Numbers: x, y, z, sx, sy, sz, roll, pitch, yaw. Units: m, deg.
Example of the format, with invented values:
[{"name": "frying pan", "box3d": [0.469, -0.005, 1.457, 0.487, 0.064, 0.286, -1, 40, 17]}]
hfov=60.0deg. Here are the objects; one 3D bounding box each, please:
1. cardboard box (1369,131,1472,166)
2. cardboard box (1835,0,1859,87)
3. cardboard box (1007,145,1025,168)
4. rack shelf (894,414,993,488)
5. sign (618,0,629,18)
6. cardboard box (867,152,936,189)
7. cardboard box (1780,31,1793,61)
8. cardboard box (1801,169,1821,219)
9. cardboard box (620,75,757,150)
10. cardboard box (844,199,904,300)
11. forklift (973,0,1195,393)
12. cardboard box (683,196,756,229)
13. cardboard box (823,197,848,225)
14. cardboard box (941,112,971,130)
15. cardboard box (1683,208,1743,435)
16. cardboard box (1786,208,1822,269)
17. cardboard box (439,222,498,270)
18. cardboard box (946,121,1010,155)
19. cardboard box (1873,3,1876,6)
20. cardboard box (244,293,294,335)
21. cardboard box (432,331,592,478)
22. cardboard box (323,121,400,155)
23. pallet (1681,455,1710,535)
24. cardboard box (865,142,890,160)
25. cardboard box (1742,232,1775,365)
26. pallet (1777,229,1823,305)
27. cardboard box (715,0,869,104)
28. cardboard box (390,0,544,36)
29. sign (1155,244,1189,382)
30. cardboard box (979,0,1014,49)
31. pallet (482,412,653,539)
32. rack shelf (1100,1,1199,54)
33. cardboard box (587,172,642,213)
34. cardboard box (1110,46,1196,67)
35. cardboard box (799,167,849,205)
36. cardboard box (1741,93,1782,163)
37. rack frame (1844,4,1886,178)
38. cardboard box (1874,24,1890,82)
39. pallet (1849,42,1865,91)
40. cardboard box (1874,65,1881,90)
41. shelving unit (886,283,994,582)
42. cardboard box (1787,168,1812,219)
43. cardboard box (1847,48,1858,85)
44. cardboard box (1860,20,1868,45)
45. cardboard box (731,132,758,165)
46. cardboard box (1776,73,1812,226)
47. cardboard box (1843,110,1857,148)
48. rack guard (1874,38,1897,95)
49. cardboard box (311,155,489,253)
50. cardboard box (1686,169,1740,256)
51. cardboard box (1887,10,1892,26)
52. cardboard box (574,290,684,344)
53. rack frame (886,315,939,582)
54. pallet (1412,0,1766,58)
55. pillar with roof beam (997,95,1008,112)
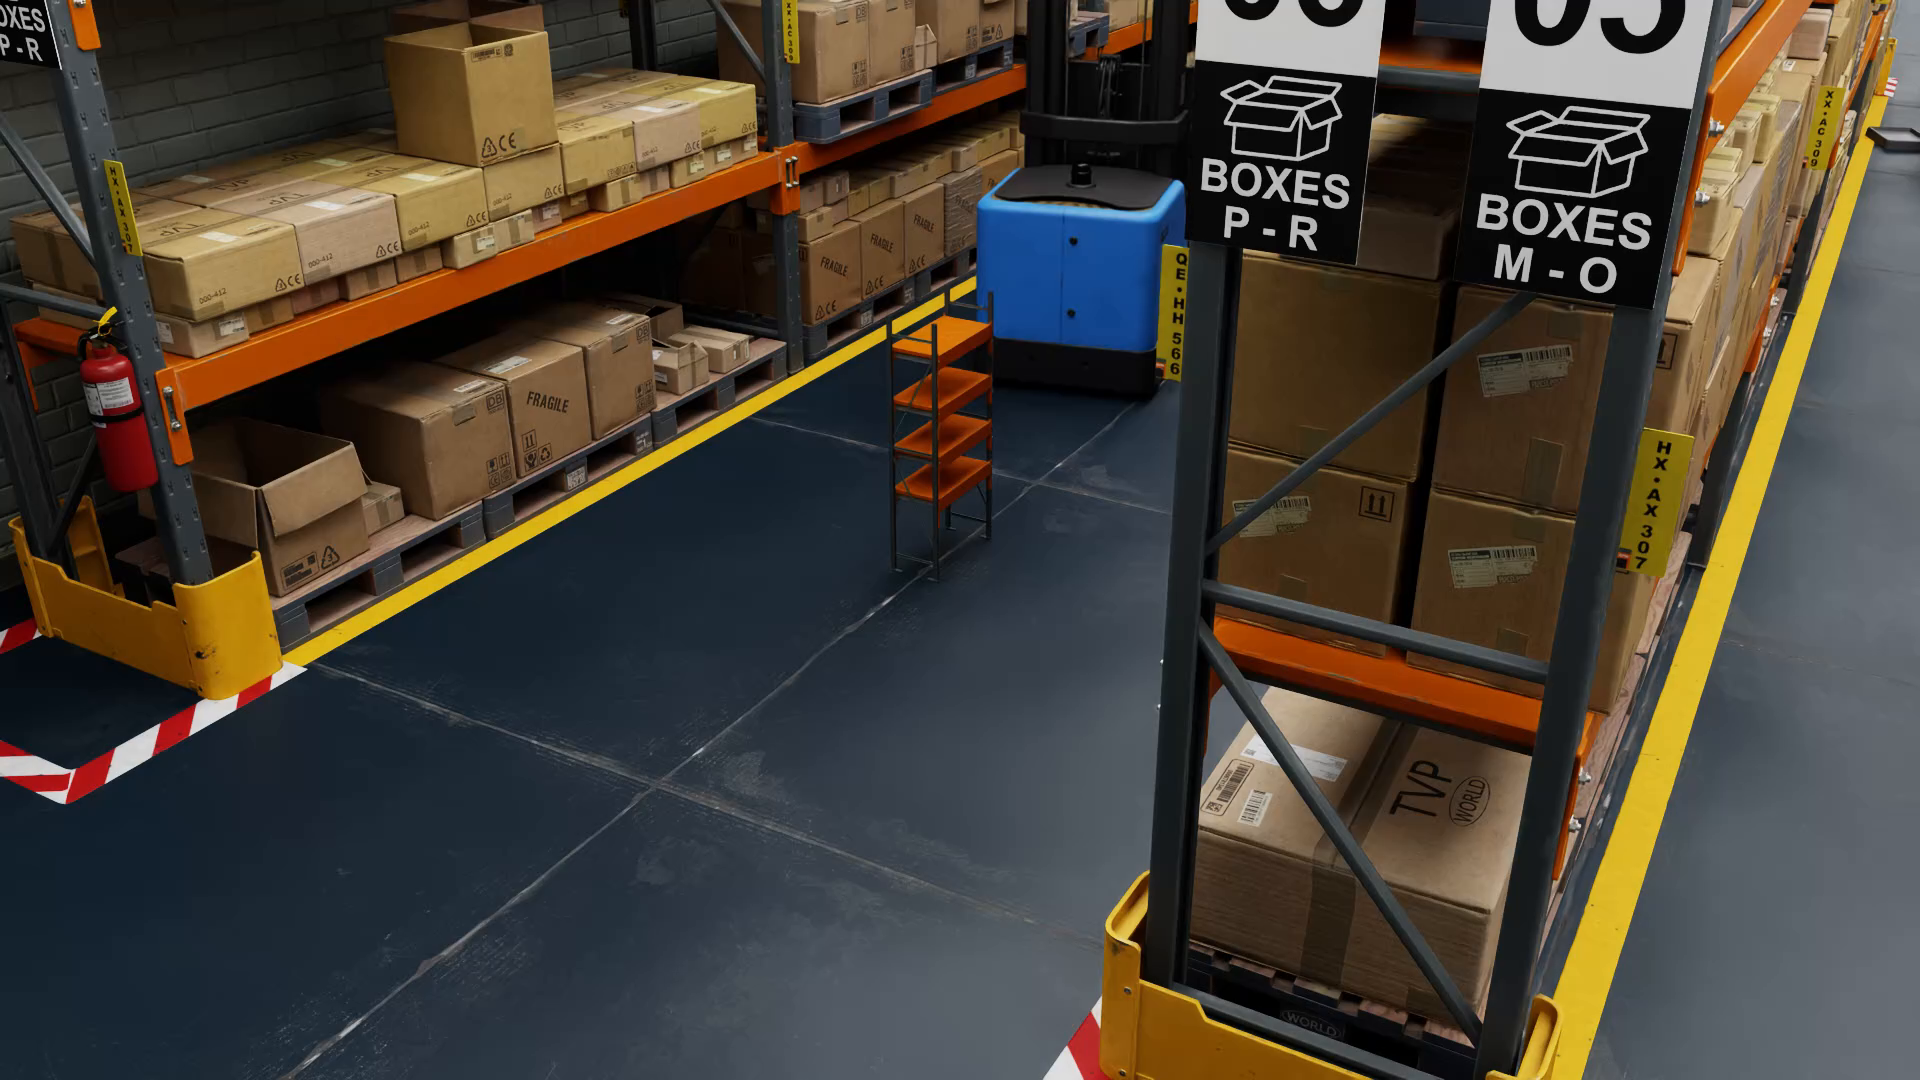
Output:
[{"name": "cardboard box", "box3d": [1.138, -0.967, 4.378, 0.380, 0.149, 0.250, 14, 30, 26]}, {"name": "cardboard box", "box3d": [4.136, -2.539, 8.243, 0.500, 0.500, 0.500, 14, 30, 25]}, {"name": "cardboard box", "box3d": [0.314, -2.653, 12.021, 0.500, 0.500, 0.500, 14, 30, 25]}, {"name": "rack shelf", "box3d": [-0.081, -0.412, 7.383, 0.258, 0.148, 0.480, 14, 30, 26]}, {"name": "sign", "box3d": [-1.862, -3.067, 9.233, 0.100, 0.325, 0.005, 14, 30, 26]}, {"name": "cardboard box", "box3d": [-0.382, -2.392, 10.777, 0.380, 0.149, 0.250, 15, 30, 28]}, {"name": "cardboard box", "box3d": [2.847, -1.850, 6.141, 0.380, 0.149, 0.250, 15, 30, 27]}, {"name": "cardboard box", "box3d": [3.911, -1.781, 8.125, 0.500, 0.250, 0.500, 14, 30, 26]}, {"name": "cardboard box", "box3d": [-1.416, -2.242, 8.714, 0.500, 0.250, 0.500, 15, 30, 27]}, {"name": "cardboard box", "box3d": [-0.690, -1.847, 10.412, 0.500, 0.500, 0.500, 14, 30, 25]}, {"name": "forklift", "box3d": [0.997, -2.764, 9.998, 1.130, 2.935, 3.031, 8, 28, 15]}, {"name": "cardboard box", "box3d": [-1.448, -1.995, 9.984, 0.380, 0.149, 0.250, 13, 29, 24]}, {"name": "cardboard box", "box3d": [-0.900, -1.995, 9.983, 0.380, 0.149, 0.250, 13, 30, 25]}, {"name": "cardboard box", "box3d": [-0.144, -3.001, 11.992, 0.380, 0.149, 0.250, 15, 30, 27]}, {"name": "cardboard box", "box3d": [1.710, -0.597, 4.363, 0.500, 0.500, 0.500, 13, 30, 25]}, {"name": "cardboard box", "box3d": [5.200, -2.127, 11.114, 0.950, 0.372, 0.625, 12, 29, 23]}, {"name": "cardboard box", "box3d": [-2.268, -1.316, 7.309, 0.380, 0.149, 0.250, 13, 30, 25]}, {"name": "cardboard box", "box3d": [0.123, -2.800, 11.592, 0.380, 0.149, 0.250, 15, 30, 28]}, {"name": "cardboard box", "box3d": [6.095, -3.992, 11.461, 0.500, 0.500, 0.500, 13, 29, 24]}, {"name": "cardboard box", "box3d": [-2.860, -0.934, 6.546, 0.380, 0.149, 0.250, 15, 30, 27]}, {"name": "cardboard box", "box3d": [-2.160, -0.666, 8.052, 0.500, 0.500, 0.500, 15, 30, 27]}, {"name": "cardboard box", "box3d": [-2.590, -1.770, 7.769, 0.500, 0.250, 0.500, 14, 30, 26]}, {"name": "pallet", "box3d": [3.260, -0.407, 8.328, 1.003, 0.211, 1.213, 14, 30, 26]}, {"name": "cardboard box", "box3d": [-0.697, -2.601, 11.194, 0.380, 0.149, 0.250, 13, 29, 24]}, {"name": "cardboard box", "box3d": [2.692, -0.943, 6.171, 0.500, 0.500, 0.500, 13, 30, 25]}, {"name": "pallet", "box3d": [5.299, -1.953, 11.416, 1.003, 0.211, 1.213, 14, 30, 26]}, {"name": "cardboard box", "box3d": [-0.945, -2.800, 9.412, 0.700, 0.500, 0.500, 15, 30, 27]}, {"name": "cardboard box", "box3d": [-2.342, -2.308, 8.007, 0.500, 0.500, 0.500, 13, 30, 25]}, {"name": "sign", "box3d": [0.513, -0.527, 3.893, 0.100, 0.325, 0.005, 14, 30, 26]}, {"name": "cardboard box", "box3d": [-0.052, -3.544, 10.895, 0.797, 0.503, 0.637, 13, 30, 25]}, {"name": "pallet", "box3d": [-2.315, -0.437, 8.387, 1.003, 0.211, 1.213, 14, 30, 26]}, {"name": "rack shelf", "box3d": [1.574, -4.445, 14.083, 1.077, 0.370, 4.000, 14, 30, 26]}, {"name": "cardboard box", "box3d": [-1.784, -1.721, 8.119, 0.380, 0.149, 0.250, 14, 30, 25]}, {"name": "cardboard box", "box3d": [1.555, -3.872, 14.318, 0.875, 0.625, 0.625, 13, 29, 24]}, {"name": "cardboard box", "box3d": [-0.883, -2.115, 9.890, 0.380, 0.149, 0.250, 13, 29, 24]}, {"name": "cardboard box", "box3d": [2.193, -1.232, 4.908, 0.380, 0.149, 0.250, 13, 30, 25]}, {"name": "rack frame", "box3d": [6.881, -4.455, 13.298, 1.000, 3.000, 0.127, 14, 30, 26]}, {"name": "cardboard box", "box3d": [7.916, -4.332, 14.817, 0.500, 0.500, 0.500, 16, 31, 29]}, {"name": "pallet", "box3d": [5.171, -3.111, 10.828, 1.213, 0.211, 1.003, 14, 30, 26]}, {"name": "cardboard box", "box3d": [8.424, -4.397, 15.786, 0.500, 0.250, 0.500, 14, 30, 26]}, {"name": "shelving unit", "box3d": [-0.081, -0.472, 7.353, 0.258, 1.200, 0.503, 14, 30, 26]}, {"name": "cardboard box", "box3d": [3.408, -1.603, 7.210, 0.500, 0.250, 0.500, 13, 30, 25]}, {"name": "cardboard box", "box3d": [4.897, -2.808, 9.617, 0.500, 0.250, 0.500, 14, 30, 26]}, {"name": "cardboard box", "box3d": [5.732, -3.359, 10.920, 0.380, 0.149, 0.250, 14, 30, 26]}, {"name": "cardboard box", "box3d": [-1.314, -2.136, 8.947, 0.380, 0.149, 0.250, 15, 30, 27]}, {"name": "cardboard box", "box3d": [2.698, -1.388, 5.943, 0.500, 0.500, 0.500, 14, 30, 25]}, {"name": "cardboard box", "box3d": [6.626, -3.262, 13.383, 0.950, 0.372, 0.625, 15, 30, 27]}, {"name": "rack guard", "box3d": [8.812, -4.866, 16.913, 1.175, 0.500, 0.348, 14, 30, 26]}, {"name": "cardboard box", "box3d": [-2.393, -1.448, 7.127, 0.500, 0.250, 0.500, 14, 30, 25]}, {"name": "cardboard box", "box3d": [1.688, -0.831, 4.106, 0.380, 0.149, 0.250, 15, 30, 28]}, {"name": "cardboard box", "box3d": [7.902, -4.551, 14.530, 0.380, 0.149, 0.250, 16, 31, 29]}, {"name": "cardboard box", "box3d": [-1.908, -1.209, 9.348, 0.500, 0.311, 0.500, 15, 30, 28]}, {"name": "rack frame", "box3d": [-0.201, -0.377, 7.163, 0.240, 1.200, 0.015, 14, 30, 26]}, {"name": "pallet", "box3d": [1.334, -1.371, 3.886, 1.003, 0.211, 1.213, 14, 30, 26]}, {"name": "pillar with roof beam", "box3d": [4.195, -6.429, 10.539, 9.100, 9.000, 0.400, 14, 30, 26]}]
